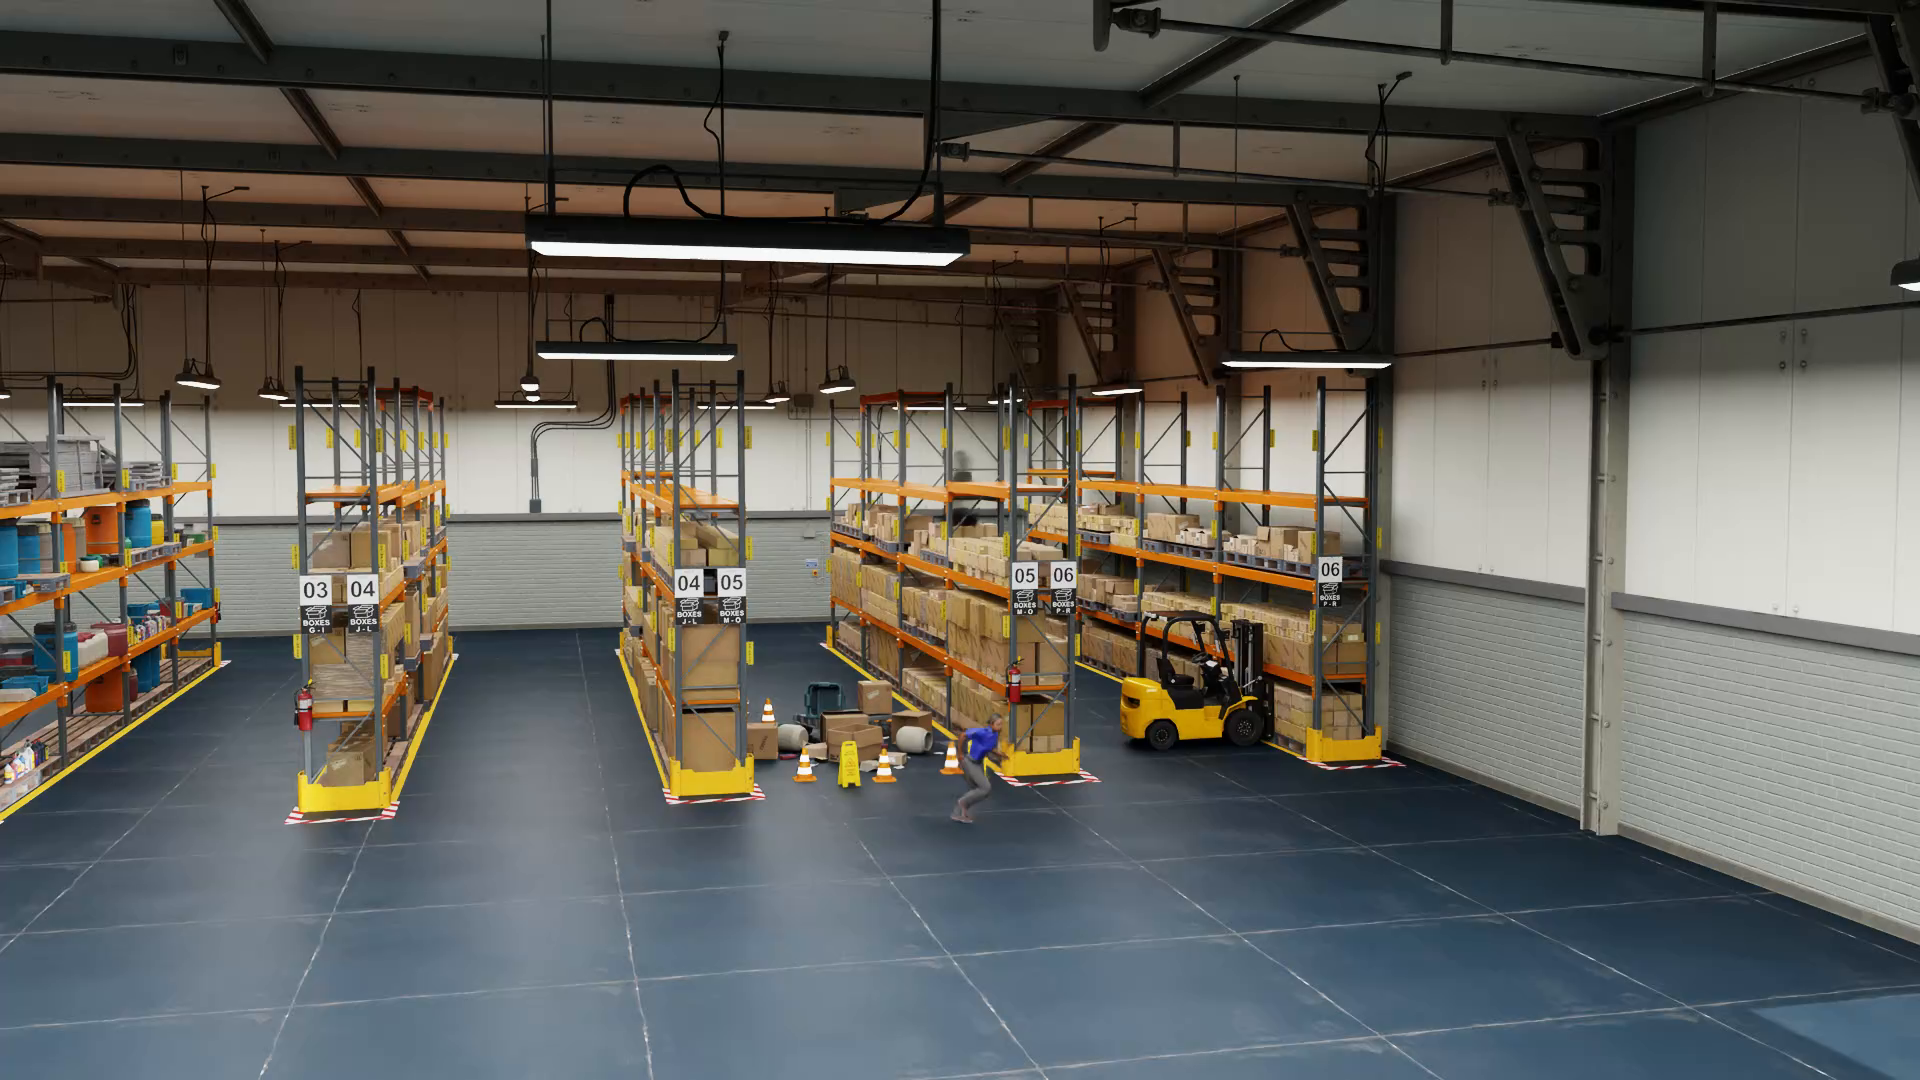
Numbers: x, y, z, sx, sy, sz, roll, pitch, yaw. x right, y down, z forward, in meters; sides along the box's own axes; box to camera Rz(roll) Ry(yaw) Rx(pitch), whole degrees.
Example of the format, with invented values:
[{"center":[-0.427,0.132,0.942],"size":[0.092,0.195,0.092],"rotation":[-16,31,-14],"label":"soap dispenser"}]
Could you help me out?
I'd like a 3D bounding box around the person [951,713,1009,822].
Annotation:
[{"center":[0.233,2.979,21.599],"size":[0.849,1.473,0.602],"rotation":[2,4,31],"label":"person"}]
